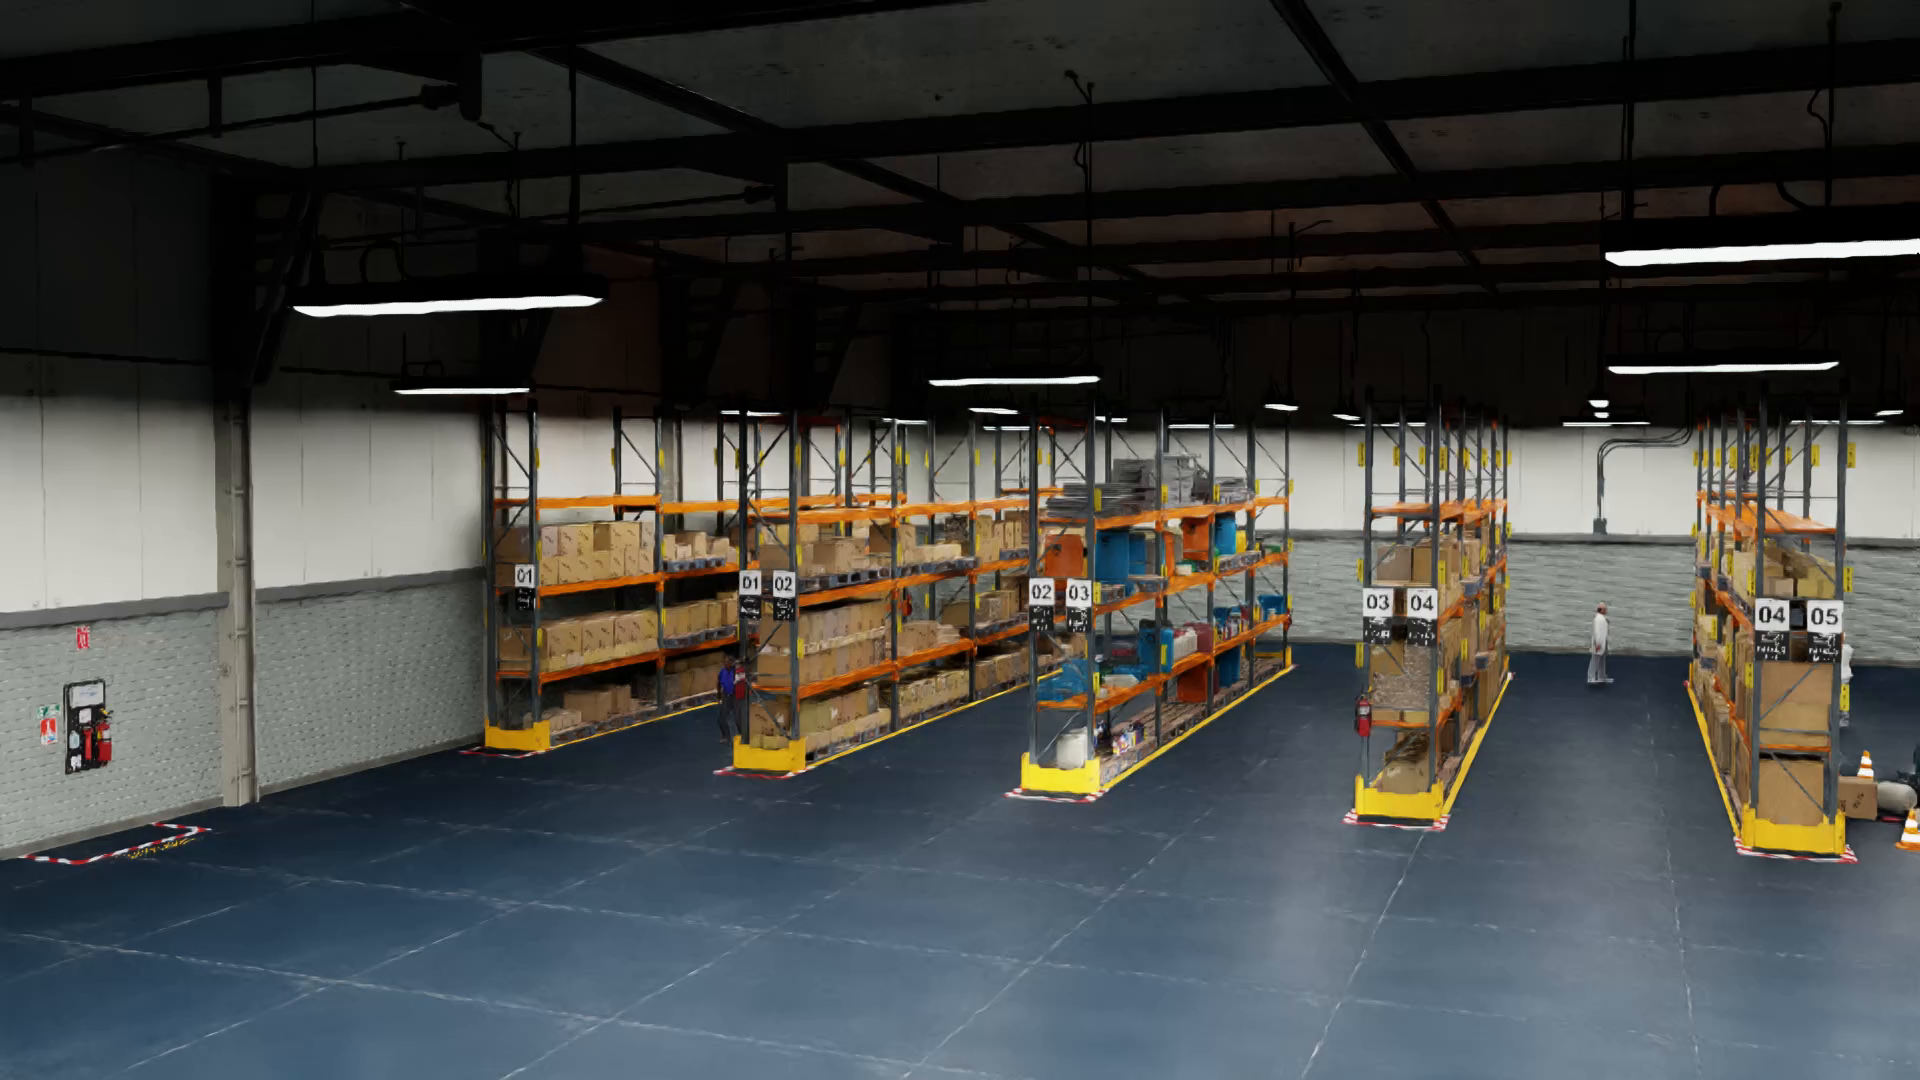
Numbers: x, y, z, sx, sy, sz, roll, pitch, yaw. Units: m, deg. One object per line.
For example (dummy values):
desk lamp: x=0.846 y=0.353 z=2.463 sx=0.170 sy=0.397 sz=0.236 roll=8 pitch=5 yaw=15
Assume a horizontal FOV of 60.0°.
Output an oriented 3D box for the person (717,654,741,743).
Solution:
person: x=-3.971 y=2.778 z=28.974 sx=0.592 sy=1.604 sz=0.513 roll=1 pitch=3 yaw=19

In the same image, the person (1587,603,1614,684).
person: x=14.205 y=2.283 z=36.885 sx=0.530 sy=1.779 sz=0.677 roll=2 pitch=3 yaw=29

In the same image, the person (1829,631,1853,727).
person: x=16.399 y=2.558 z=31.077 sx=0.665 sy=1.776 sz=0.583 roll=-2 pitch=4 yaw=-37
